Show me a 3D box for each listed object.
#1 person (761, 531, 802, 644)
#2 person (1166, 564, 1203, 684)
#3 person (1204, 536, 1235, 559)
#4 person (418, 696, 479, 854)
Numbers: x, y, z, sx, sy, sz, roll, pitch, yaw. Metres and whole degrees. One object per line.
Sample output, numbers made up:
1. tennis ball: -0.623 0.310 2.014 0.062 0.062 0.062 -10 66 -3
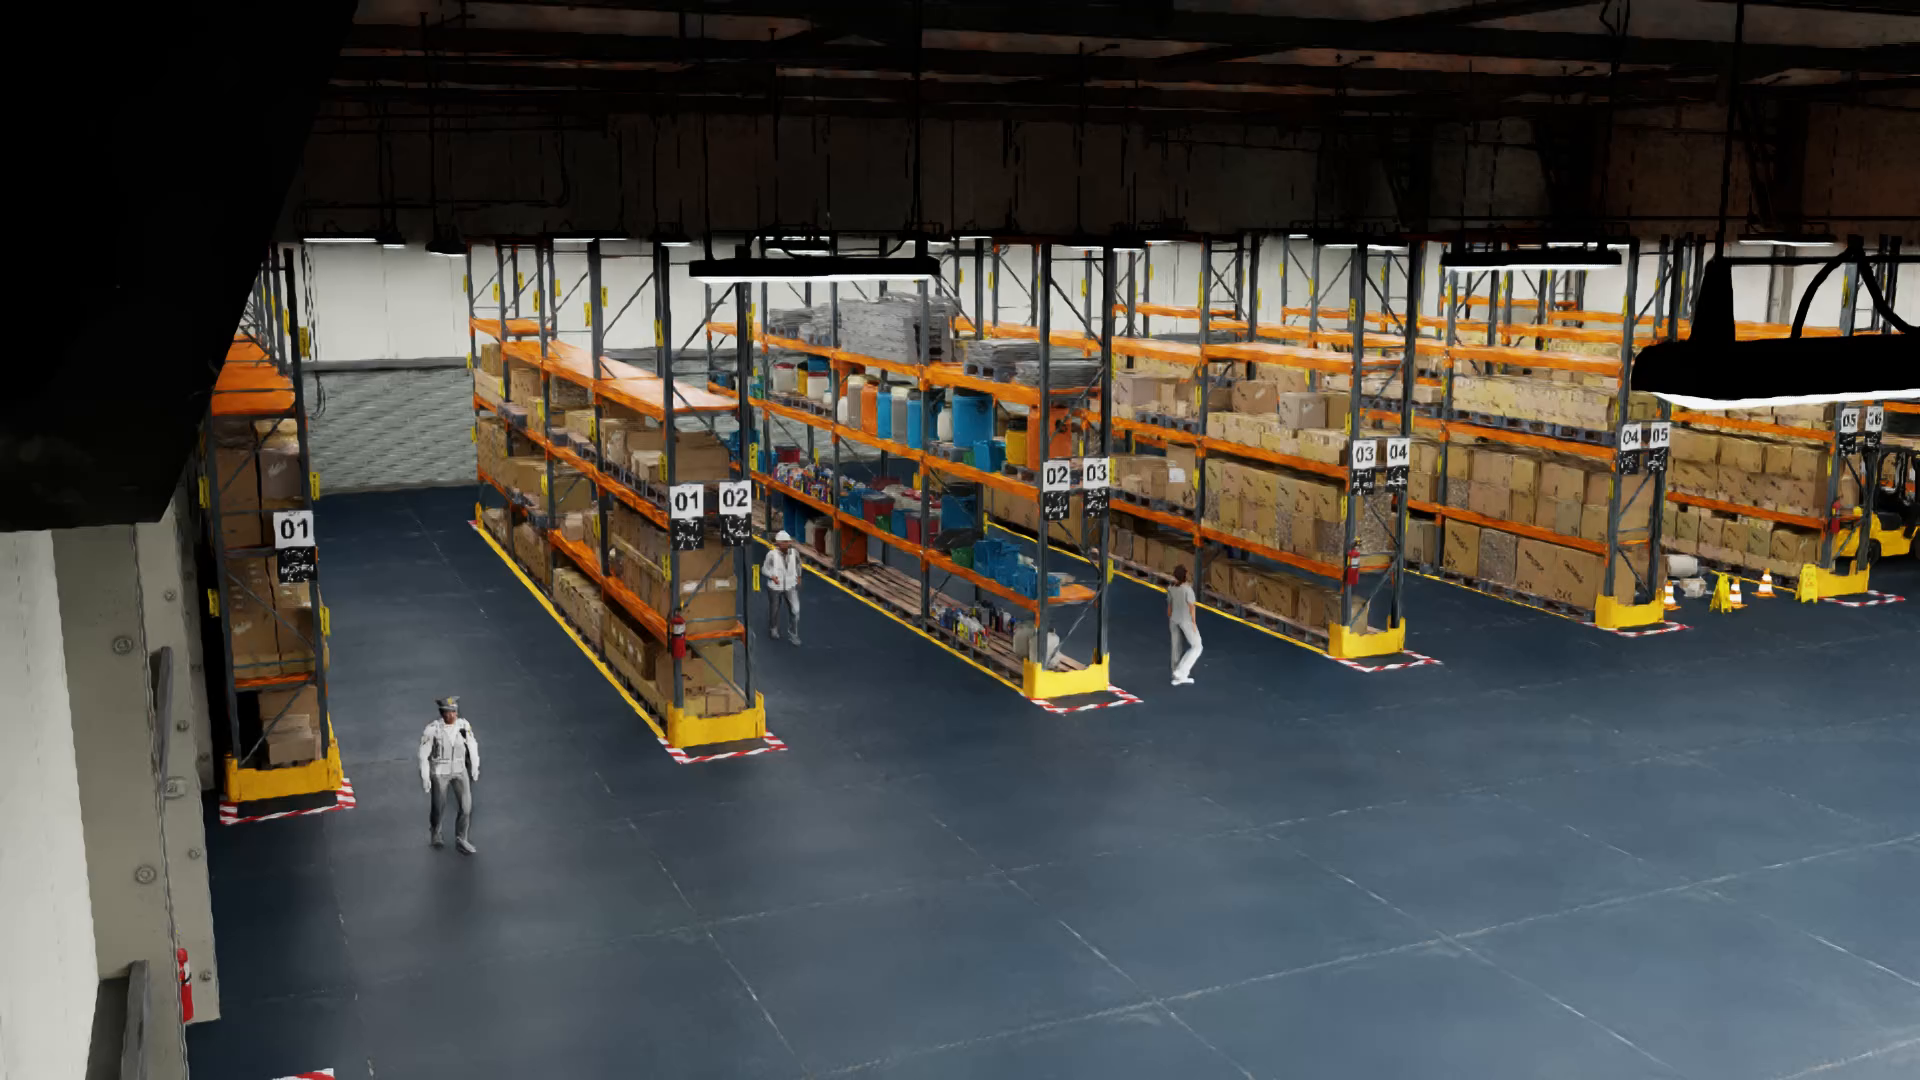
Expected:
1. person: -2.677 0.683 25.112 0.680 1.709 0.866 -4 12 -18
2. person: 3.033 1.173 22.745 0.492 1.651 0.435 9 14 39
3. person: 4.742 -0.350 30.714 0.478 1.580 0.999 -7 13 -31
4. person: -5.197 2.323 16.848 0.618 1.645 0.659 -7 13 -32
